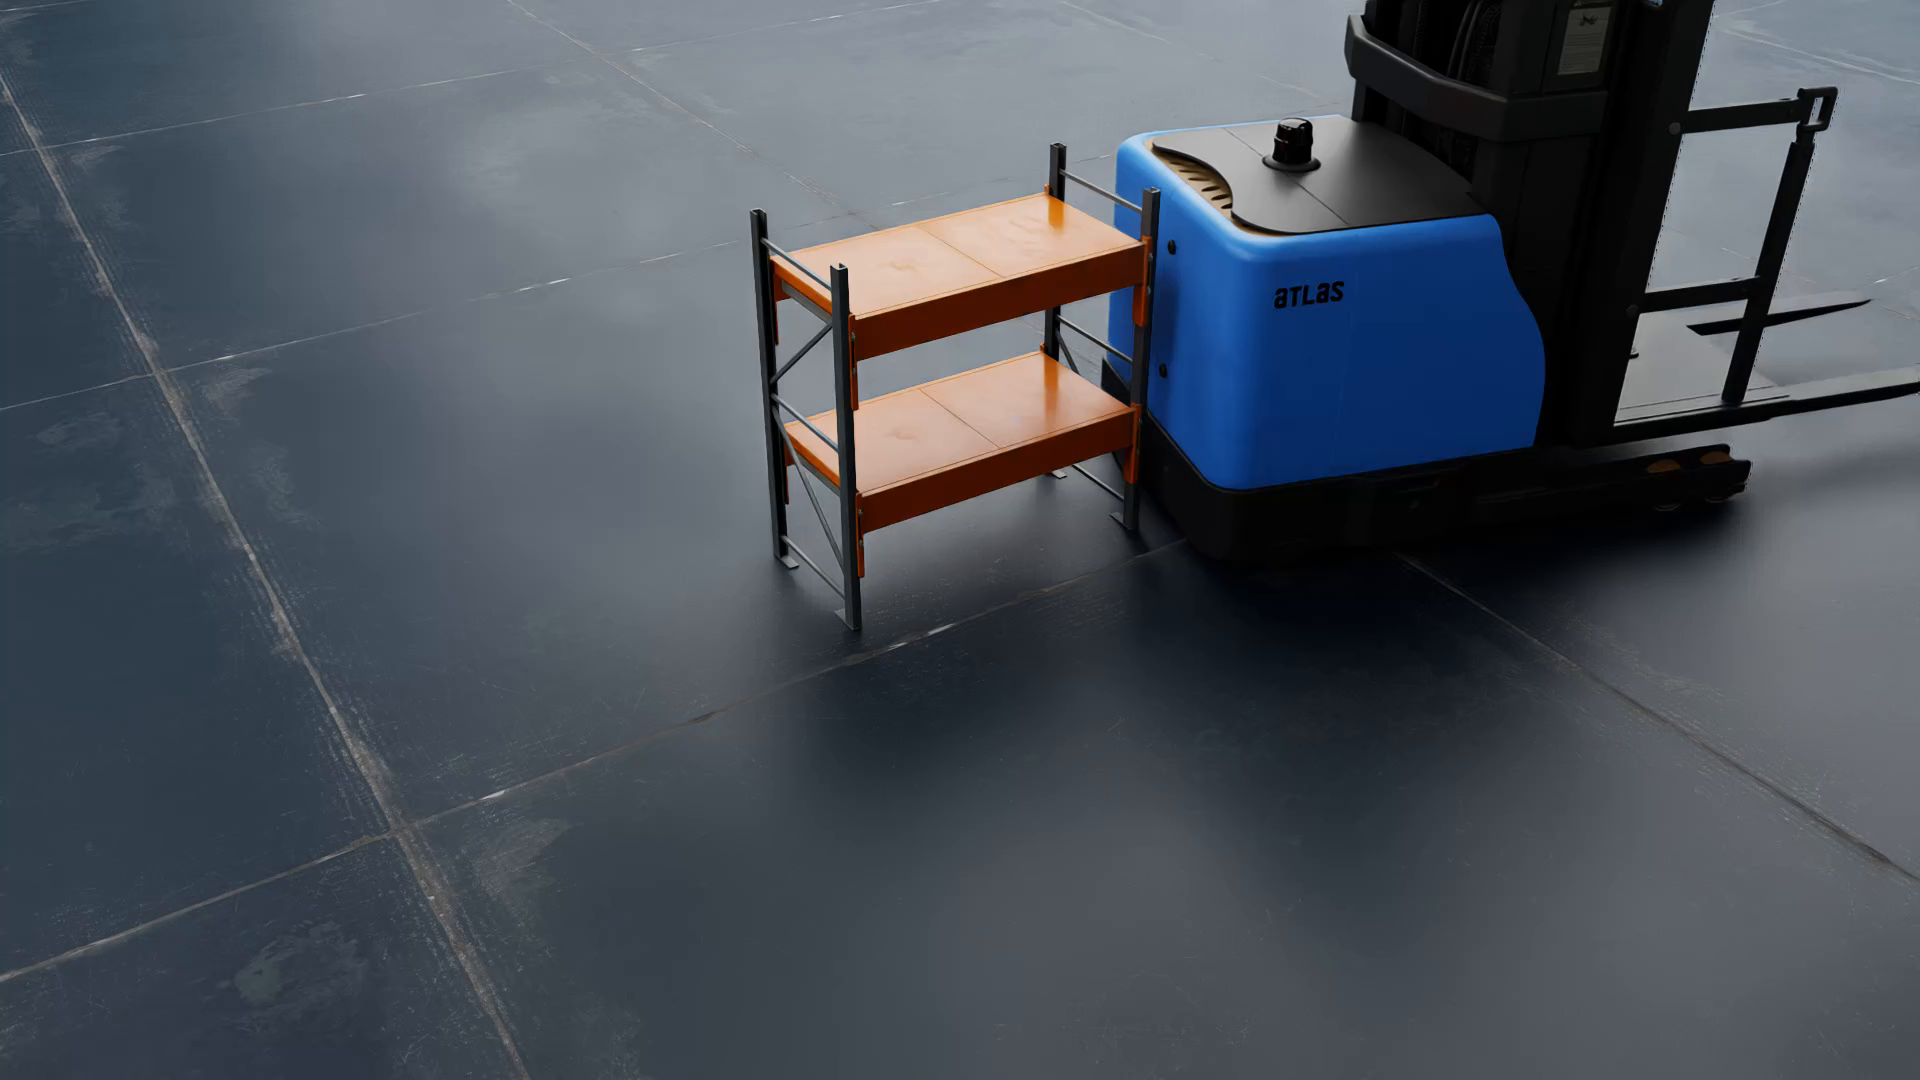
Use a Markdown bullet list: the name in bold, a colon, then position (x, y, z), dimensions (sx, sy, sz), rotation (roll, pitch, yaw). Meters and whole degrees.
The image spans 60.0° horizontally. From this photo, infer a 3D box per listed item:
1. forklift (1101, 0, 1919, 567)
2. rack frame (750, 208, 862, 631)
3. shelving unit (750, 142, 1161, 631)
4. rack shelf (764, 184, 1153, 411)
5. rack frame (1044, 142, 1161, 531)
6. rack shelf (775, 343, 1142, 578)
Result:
- **forklift**: position (2.060, -1.593, 5.029), dimensions (3.031, 2.935, 1.130), rotation (-9, 33, -14)
- **rack frame**: position (-0.433, -0.327, 4.714), dimensions (0.032, 1.125, 0.500), rotation (-19, 37, -27)
- **shelving unit**: position (-0.006, -0.474, 4.947), dimensions (1.048, 1.125, 0.538), rotation (-19, 37, -27)
- **rack shelf**: position (-0.006, -0.721, 4.791), dimensions (1.000, 0.278, 0.538), rotation (-19, 37, -27)
- **rack frame**: position (0.422, -0.621, 5.180), dimensions (0.032, 1.125, 0.500), rotation (-19, 37, -27)
- **rack shelf**: position (-0.006, -0.267, 5.077), dimensions (1.000, 0.278, 0.538), rotation (-19, 37, -27)
